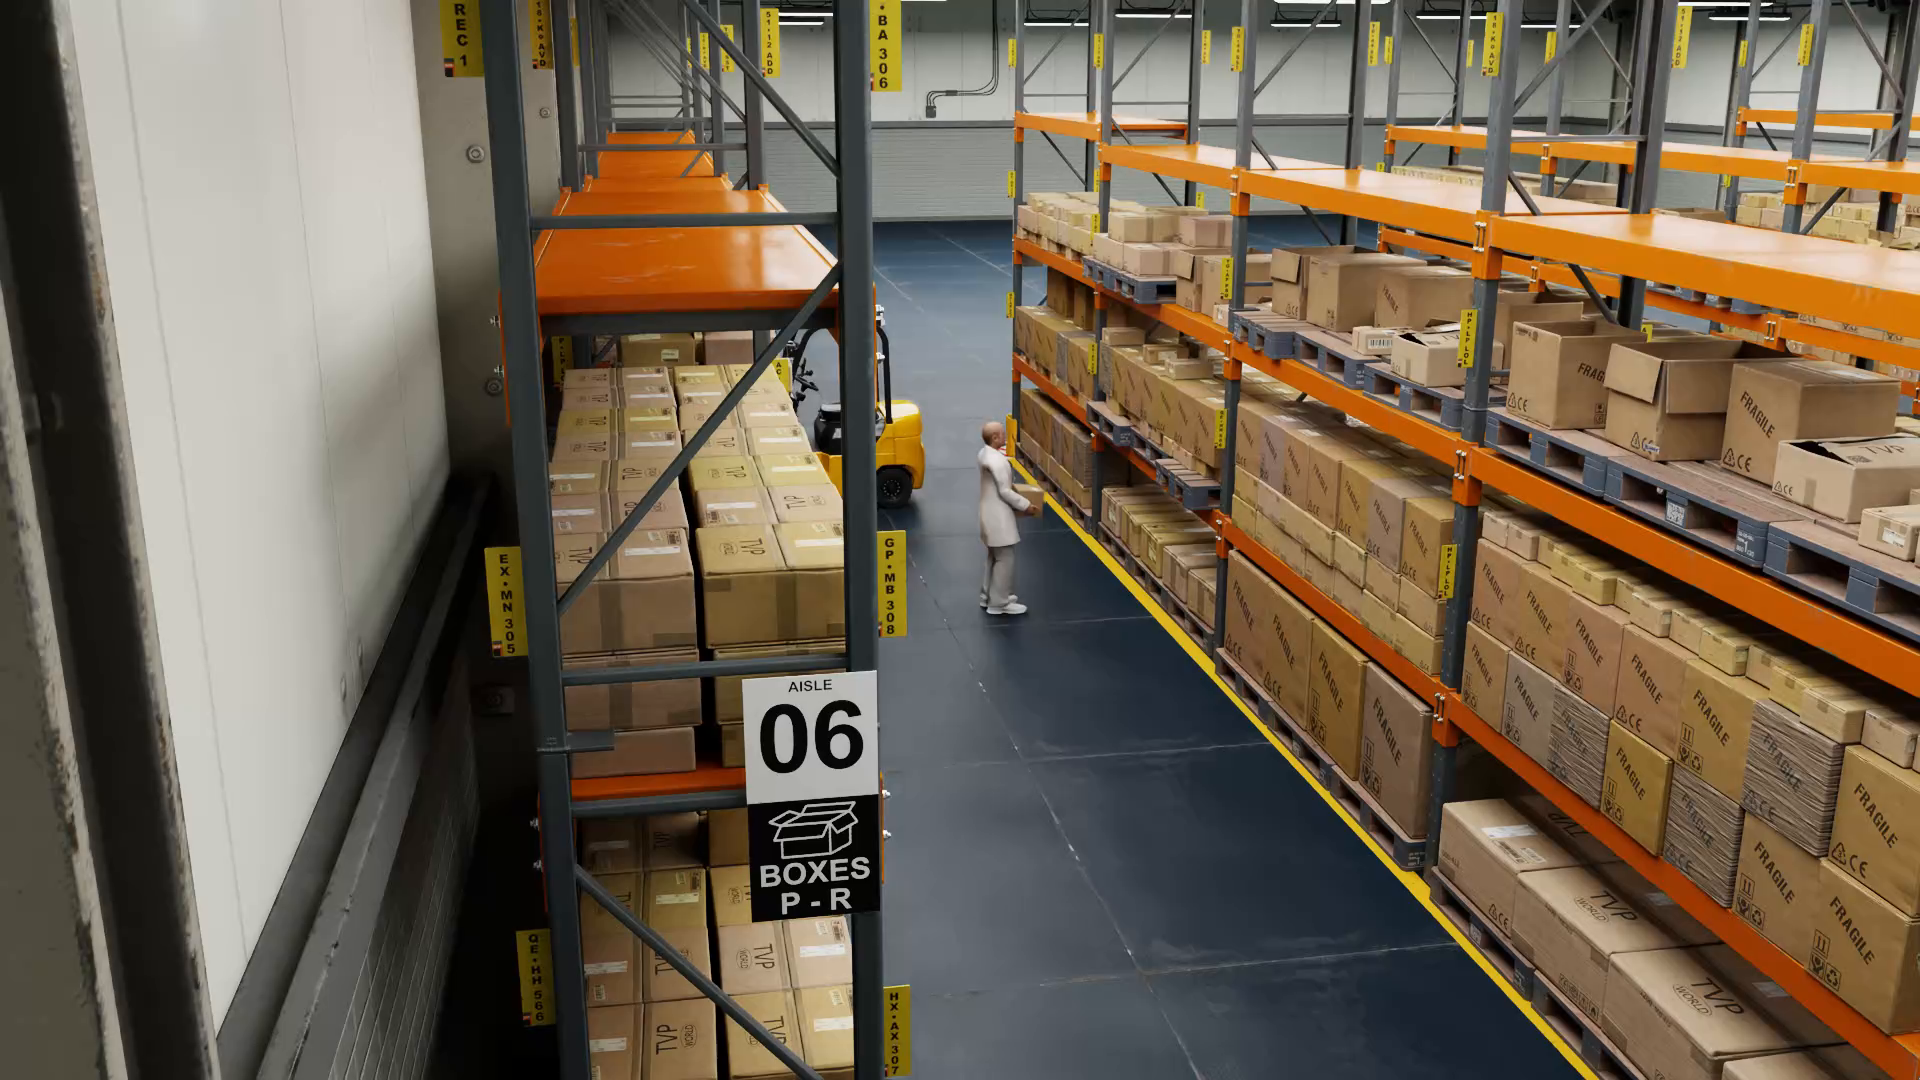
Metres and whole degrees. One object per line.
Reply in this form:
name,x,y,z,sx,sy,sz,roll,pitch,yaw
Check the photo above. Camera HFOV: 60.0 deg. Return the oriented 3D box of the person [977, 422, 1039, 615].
person,0.439,-0.216,15.298,0.535,1.780,0.548,-3,16,-11
